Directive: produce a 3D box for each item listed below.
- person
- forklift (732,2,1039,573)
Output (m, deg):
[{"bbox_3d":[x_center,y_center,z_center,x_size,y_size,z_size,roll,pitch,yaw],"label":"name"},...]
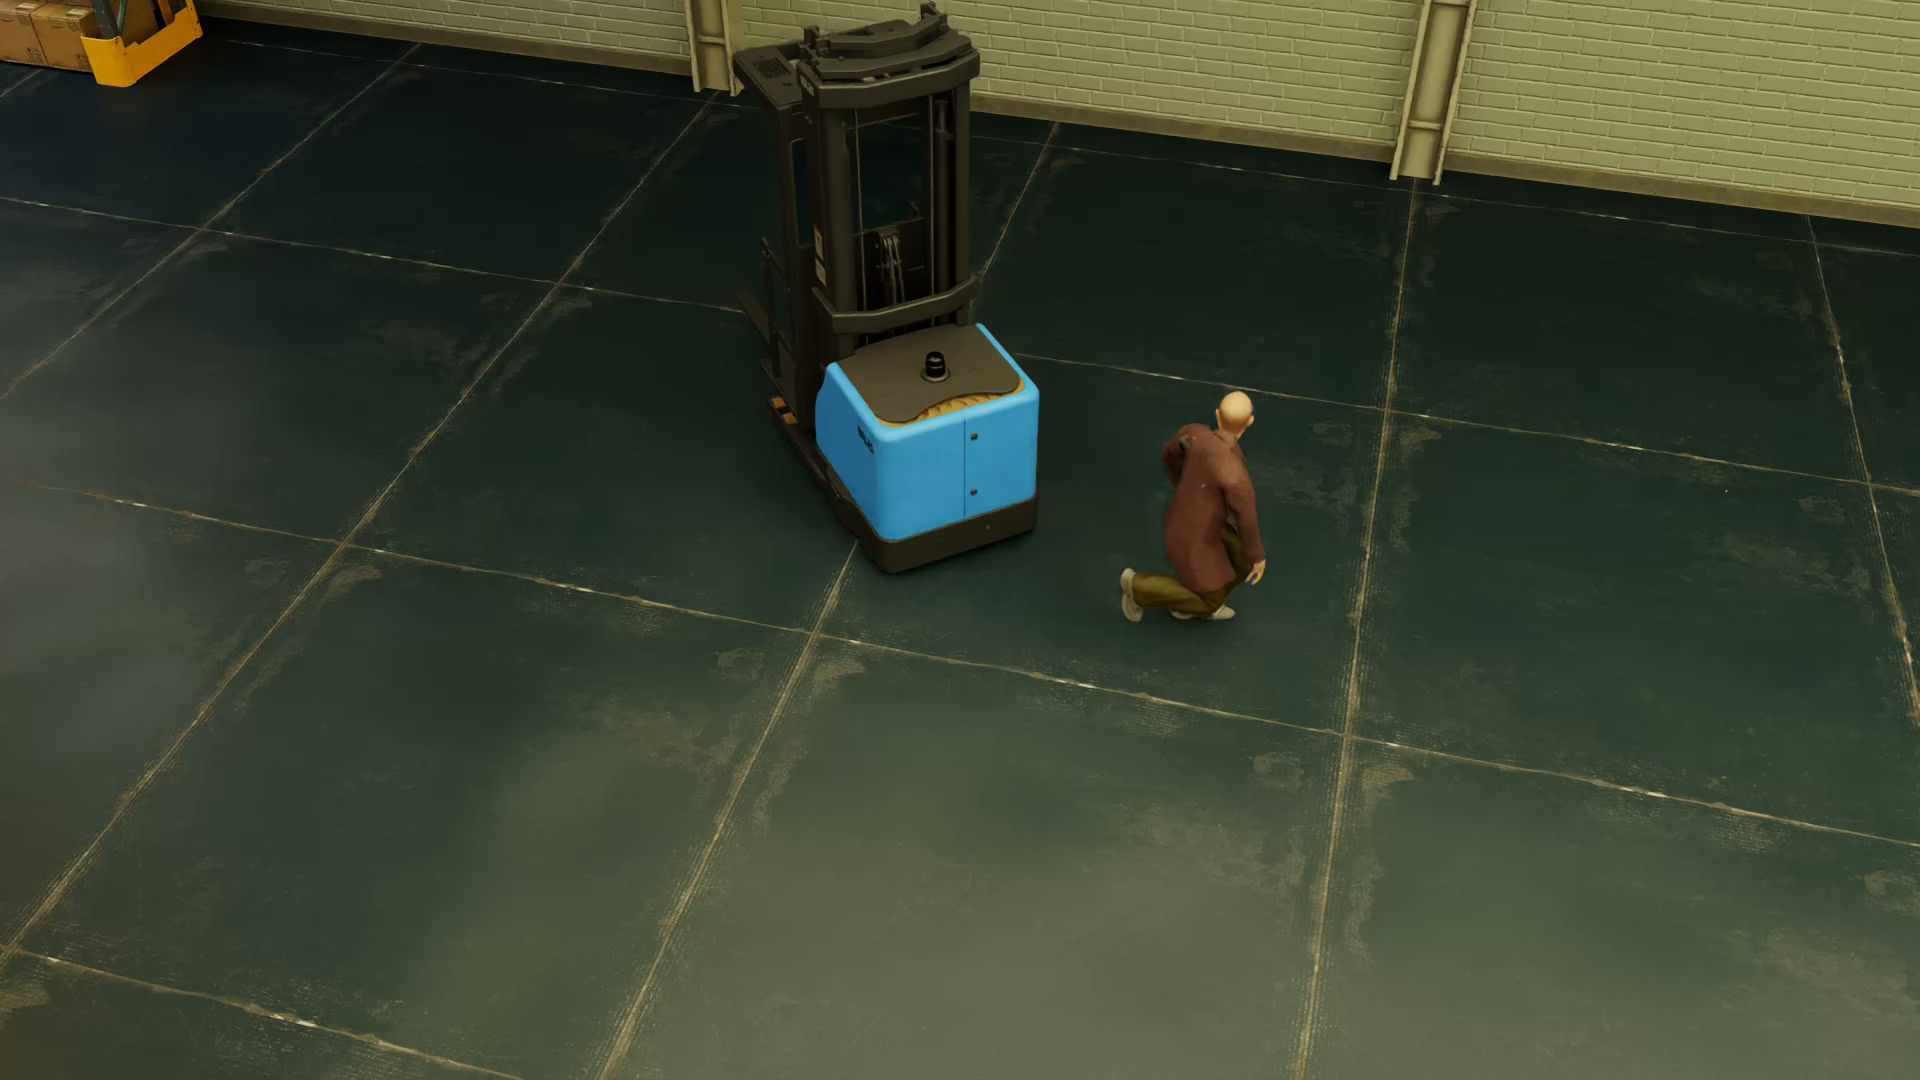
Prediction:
[{"bbox_3d":[1.279,-0.140,9.095,0.749,1.560,0.744,2,41,2],"label":"person"},{"bbox_3d":[-0.623,-1.882,10.009,1.130,2.935,3.031,-18,44,-19],"label":"forklift"}]
